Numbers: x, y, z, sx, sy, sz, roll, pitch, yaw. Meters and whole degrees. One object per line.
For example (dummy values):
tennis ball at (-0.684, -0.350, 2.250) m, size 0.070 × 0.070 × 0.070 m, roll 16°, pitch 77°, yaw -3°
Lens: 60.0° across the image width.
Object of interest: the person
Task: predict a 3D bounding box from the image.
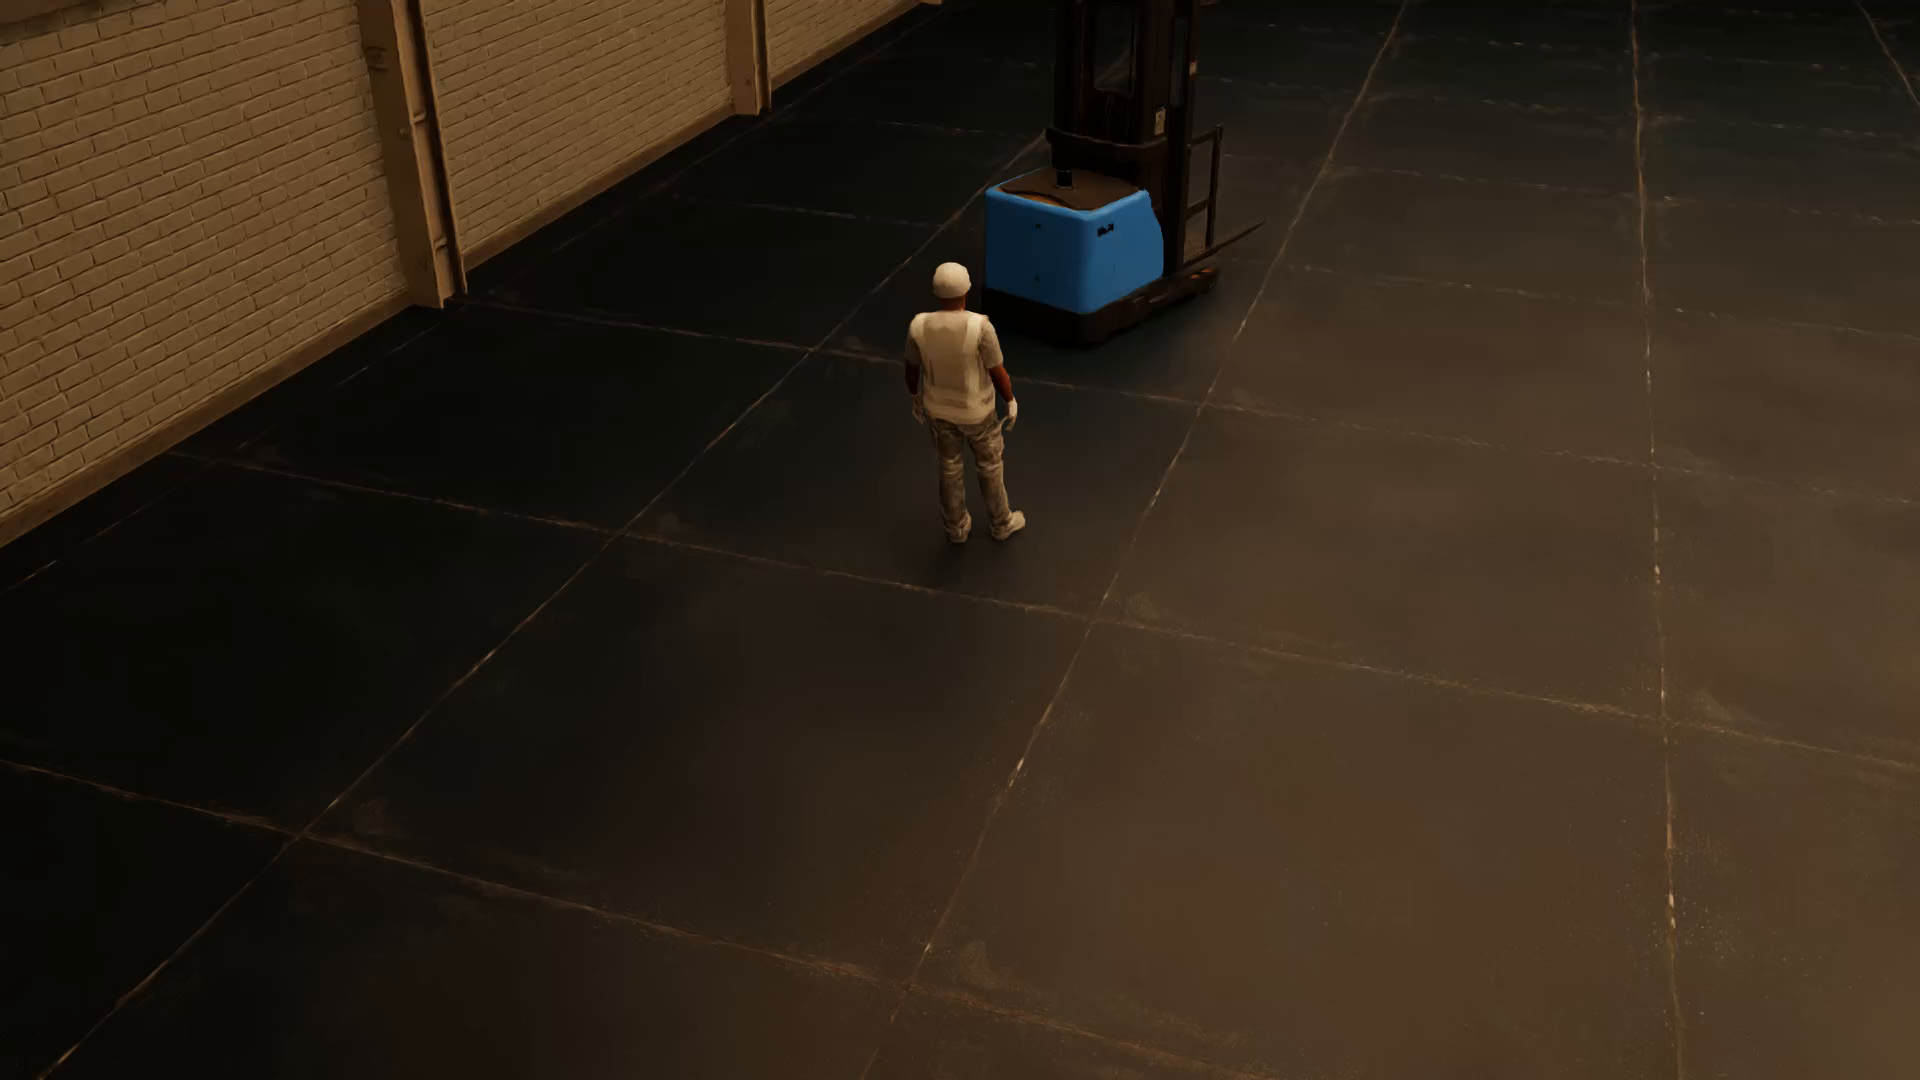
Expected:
person at (0.031, -0.813, 9.708) m, size 0.655 × 1.782 × 0.576 m, roll 10°, pitch 31°, yaw 16°

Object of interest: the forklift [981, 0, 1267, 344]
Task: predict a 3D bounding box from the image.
forklift at (1.484, -3.418, 13.132) m, size 1.130 × 2.935 × 3.031 m, roll 22°, pitch 36°, yaw 33°
